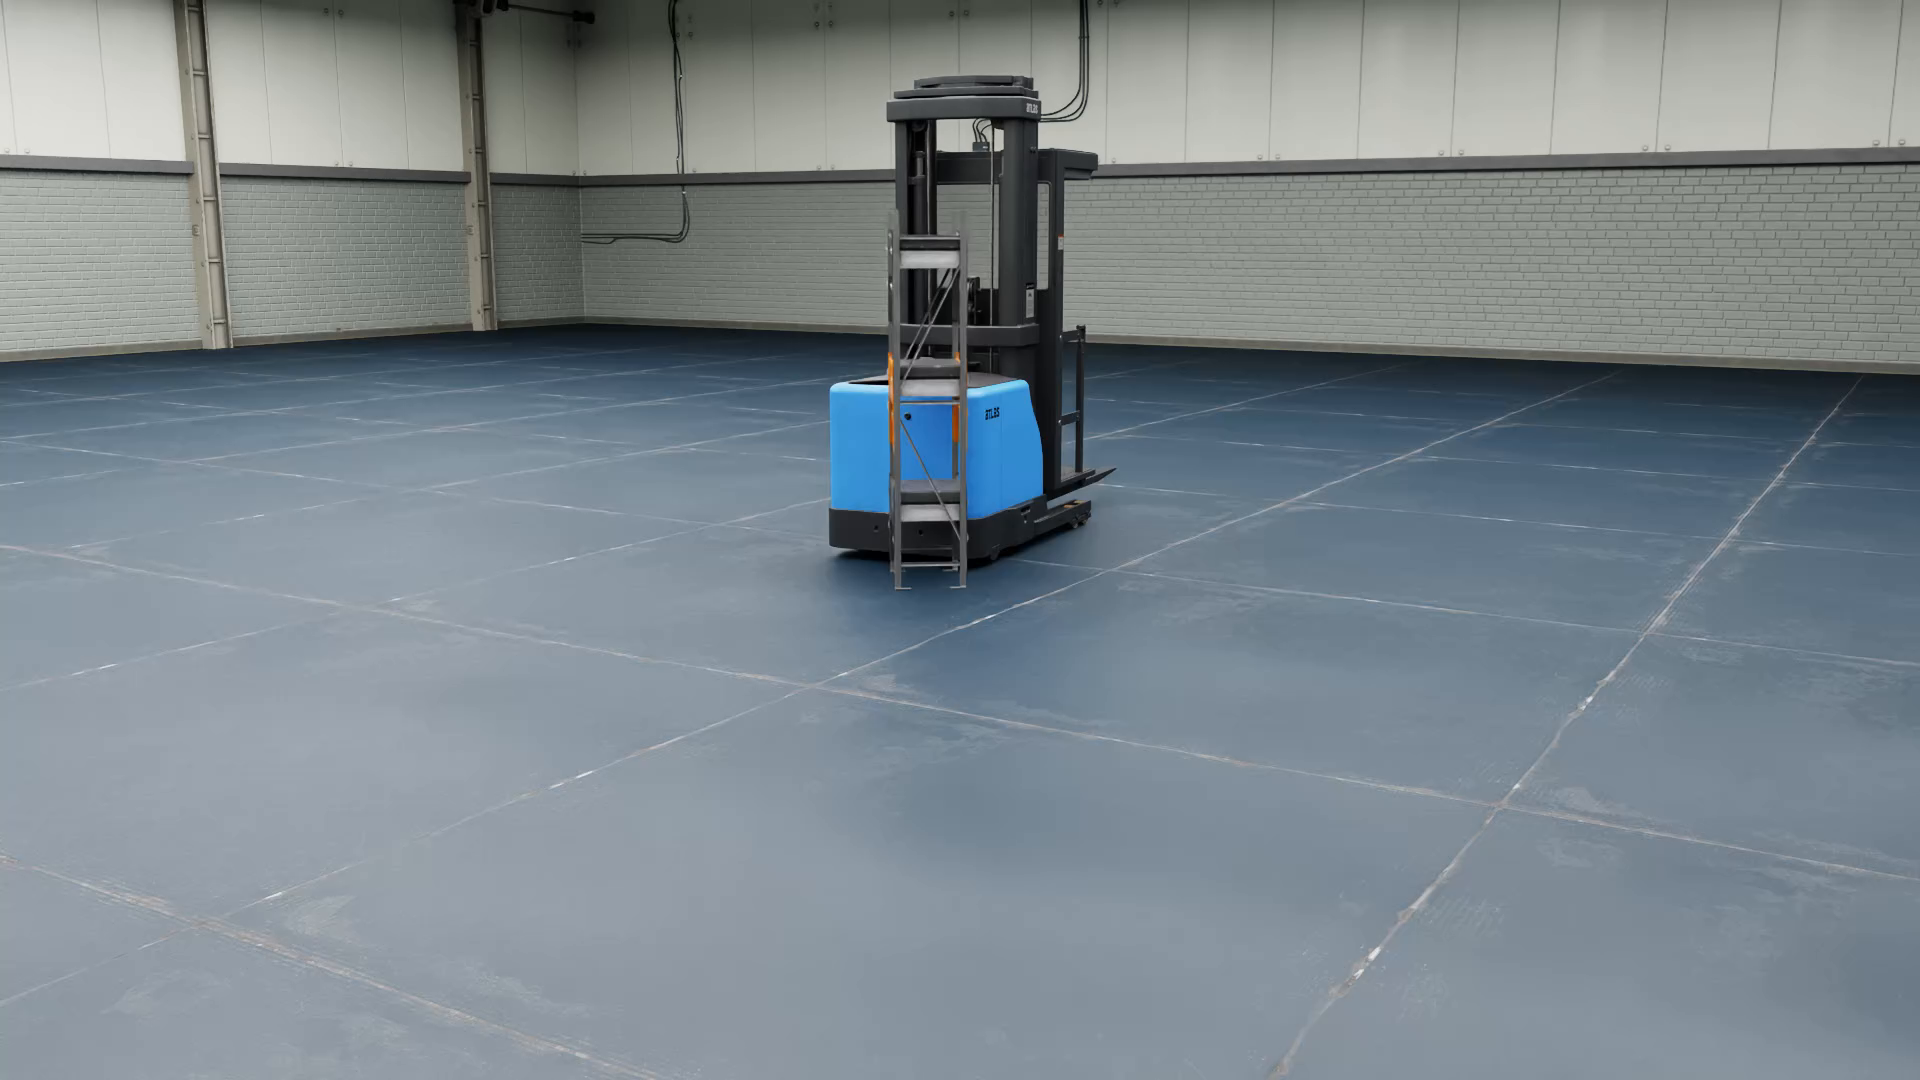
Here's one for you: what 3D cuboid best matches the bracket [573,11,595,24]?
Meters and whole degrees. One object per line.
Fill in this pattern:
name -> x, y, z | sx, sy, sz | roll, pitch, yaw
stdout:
bracket -> -7.788, -10.811, 34.382 | 0.235, 0.232, 0.430 | 6, 12, 31

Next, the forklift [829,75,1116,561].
forklift -> 0.256, -1.545, 11.156 | 1.130, 2.935, 3.031 | 5, 12, 24

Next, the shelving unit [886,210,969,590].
shelving unit -> -0.187, -0.798, 9.422 | 0.431, 2.100, 0.503 | -1, 11, -5

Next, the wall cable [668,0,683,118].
wall cable -> -4.565, -9.673, 32.795 | 3.097, 2.526, 0.112 | 6, 12, 31

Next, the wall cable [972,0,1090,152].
wall cable -> 1.228, -9.737, 29.184 | 2.305, 6.003, 0.169 | 6, 12, 31

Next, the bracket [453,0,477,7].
bracket -> -9.449, -10.308, 31.694 | 0.235, 0.232, 0.430 | 6, 12, 31

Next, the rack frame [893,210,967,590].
rack frame -> -0.164, -0.753, 9.183 | 0.400, 2.100, 0.015 | -1, 11, -5

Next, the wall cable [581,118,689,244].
wall cable -> -6.878, -7.449, 34.640 | 3.097, 2.526, 0.112 | 6, 12, 31

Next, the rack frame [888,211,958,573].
rack frame -> -0.210, -0.842, 9.661 | 0.400, 2.100, 0.015 | -1, 11, -5

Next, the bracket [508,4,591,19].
bracket -> -8.095, -10.719, 33.886 | 0.076, 0.066, 3.189 | 6, 12, 31

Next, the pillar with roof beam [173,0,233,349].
pillar with roof beam -> -8.973, -7.283, 25.317 | 9.100, 9.000, 0.400 | 6, 12, 31

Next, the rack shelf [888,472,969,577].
rack shelf -> -0.188, -0.096, 9.553 | 0.431, 0.518, 0.480 | -1, 11, -5

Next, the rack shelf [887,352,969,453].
rack shelf -> -0.187, -0.784, 9.425 | 0.431, 0.518, 0.480 | -1, 11, -5

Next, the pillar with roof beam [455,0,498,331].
pillar with roof beam -> -5.858, -8.227, 30.358 | 9.100, 9.000, 0.548 | 6, 12, 31

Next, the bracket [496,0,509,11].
bracket -> -9.018, -10.439, 32.391 | 0.235, 0.232, 0.430 | 6, 12, 31

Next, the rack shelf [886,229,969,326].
rack shelf -> -0.186, -1.472, 9.296 | 0.431, 0.518, 0.480 | -1, 11, -5
